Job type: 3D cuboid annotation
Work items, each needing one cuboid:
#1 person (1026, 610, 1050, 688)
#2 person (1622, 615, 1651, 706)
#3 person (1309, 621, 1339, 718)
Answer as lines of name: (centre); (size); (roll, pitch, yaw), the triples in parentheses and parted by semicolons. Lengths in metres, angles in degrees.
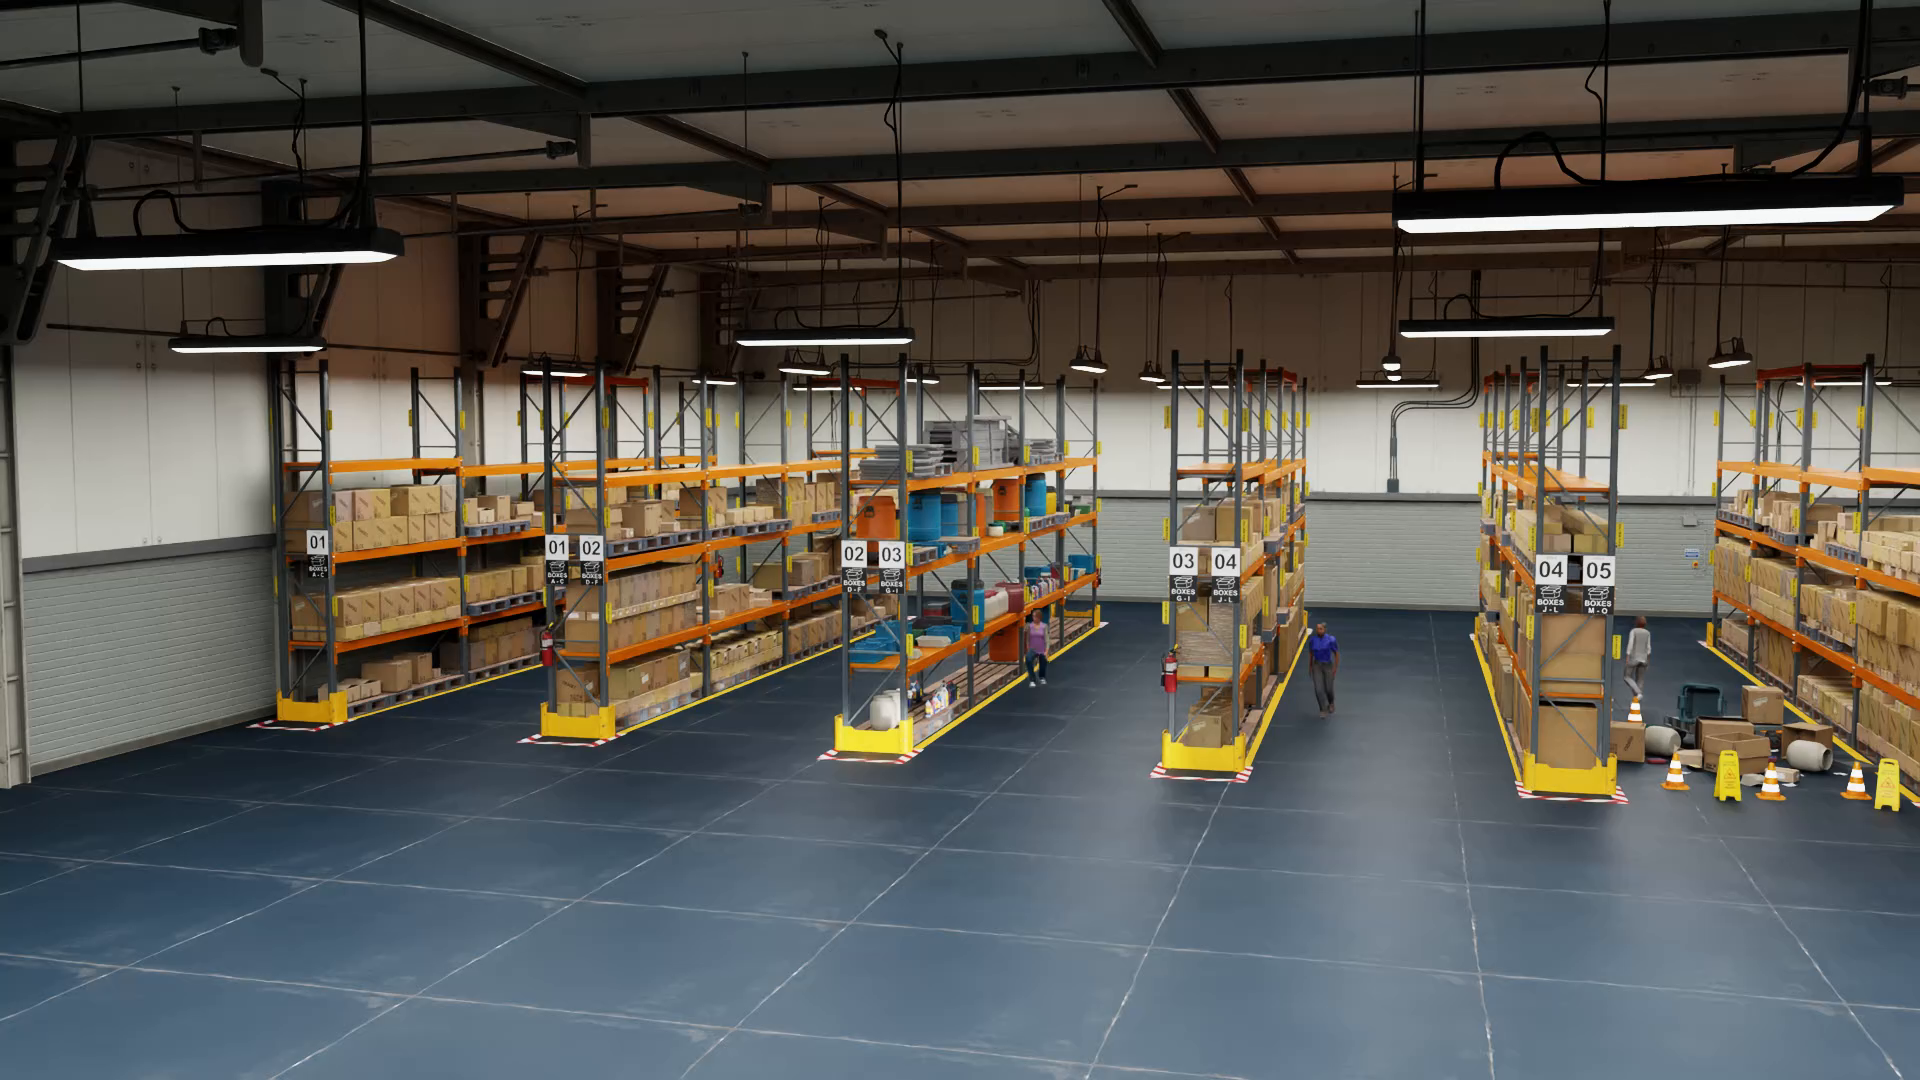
person: (1.384, 1.927, 29.528); (0.436, 1.376, 0.975); (1, 4, 7)
person: (11.813, 2.118, 28.948); (0.471, 1.603, 0.518); (0, 4, -5)
person: (6.178, 2.170, 28.162); (0.507, 1.636, 0.578); (2, 5, 26)
